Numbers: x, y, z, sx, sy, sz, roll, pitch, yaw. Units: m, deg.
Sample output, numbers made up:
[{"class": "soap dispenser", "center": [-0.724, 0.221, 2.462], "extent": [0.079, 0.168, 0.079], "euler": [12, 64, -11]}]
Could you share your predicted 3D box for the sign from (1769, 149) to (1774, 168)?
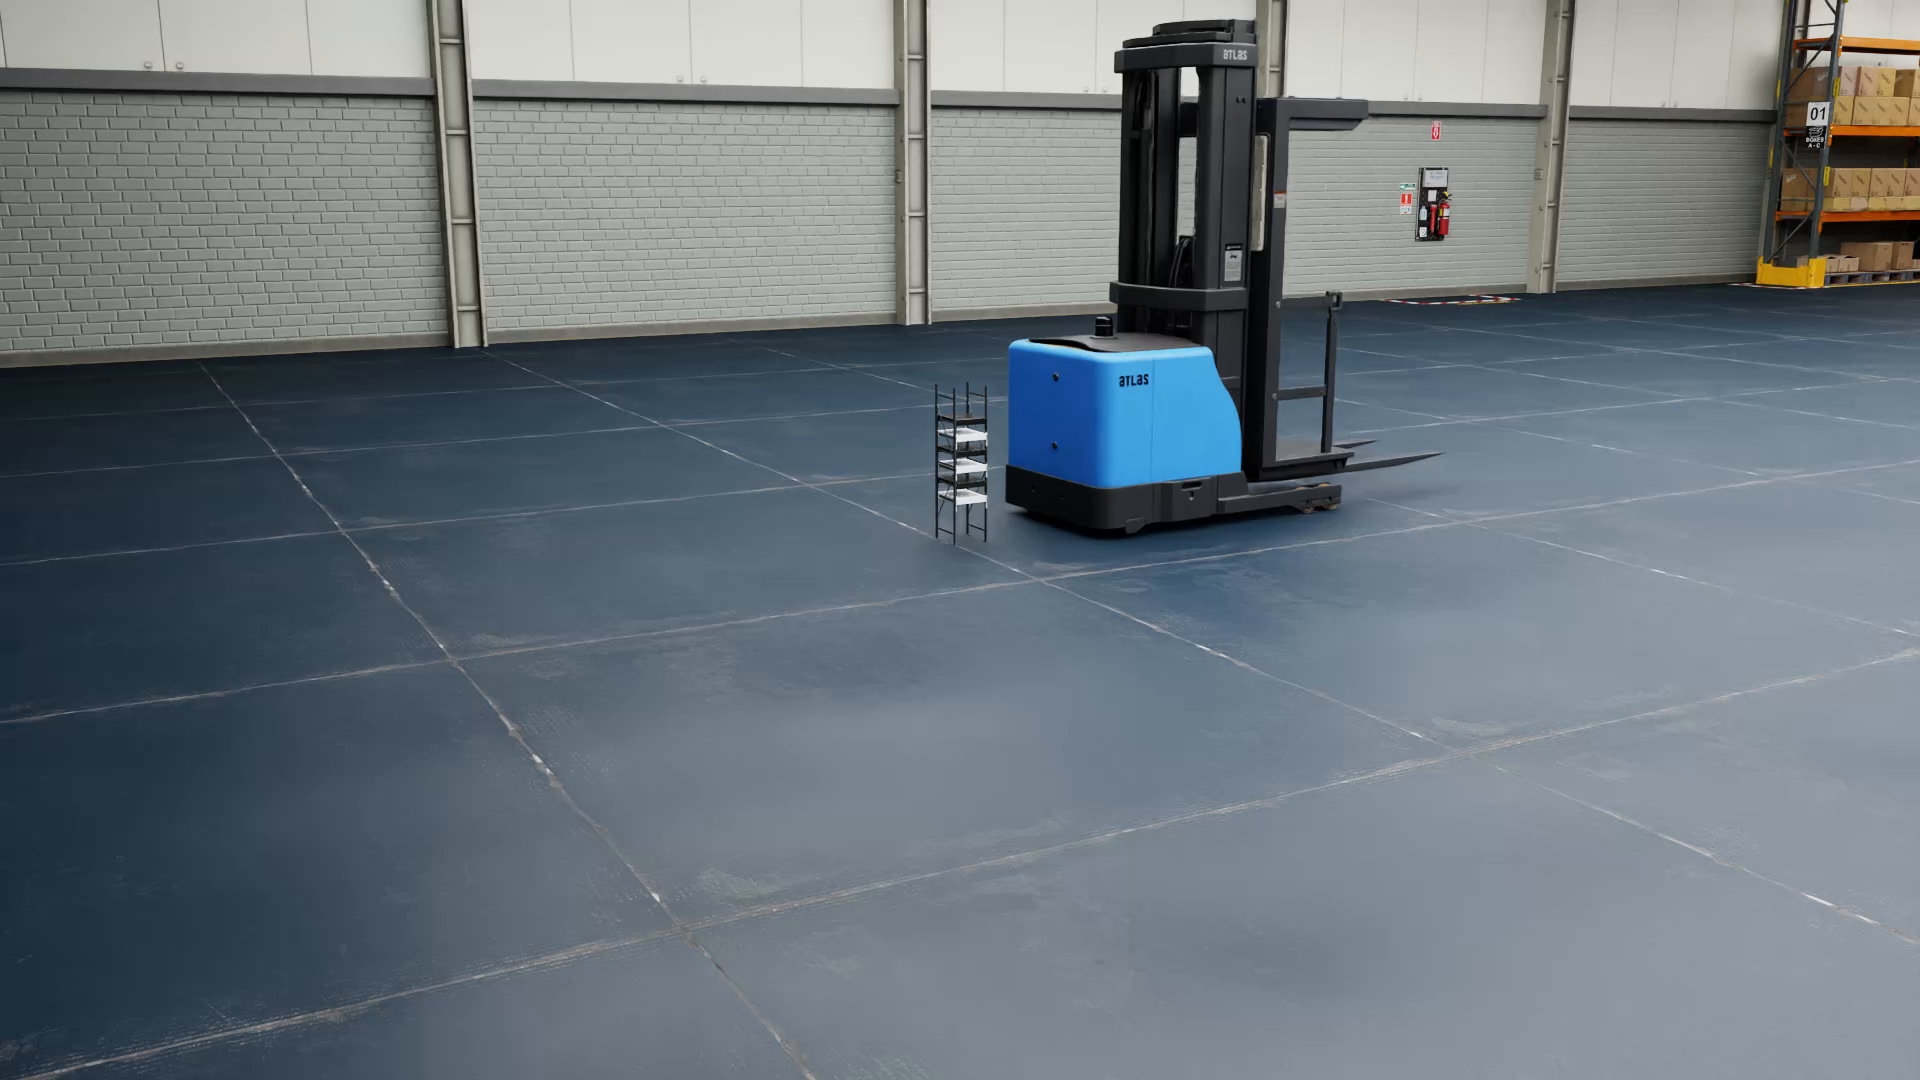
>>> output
[{"class": "sign", "center": [14.718, -6.907, 30.109], "extent": [0.005, 0.325, 0.100], "euler": [-7, 14, -28]}]

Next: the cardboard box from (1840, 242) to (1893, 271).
[{"class": "cardboard box", "center": [16.785, -5.257, 30.826], "extent": [0.500, 0.500, 0.700], "euler": [-8, 15, -31]}]

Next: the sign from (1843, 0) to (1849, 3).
[{"class": "sign", "center": [15.226, -9.395, 28.552], "extent": [0.005, 0.325, 0.100], "euler": [-7, 14, -28]}]

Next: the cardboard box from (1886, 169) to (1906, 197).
[{"class": "cardboard box", "center": [16.872, -6.533, 30.395], "extent": [0.500, 0.500, 0.500], "euler": [-6, 14, -26]}]

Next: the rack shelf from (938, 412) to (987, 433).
[{"class": "rack shelf", "center": [0.007, -0.671, 9.462], "extent": [0.200, 0.077, 0.258], "euler": [-7, 14, -28]}]

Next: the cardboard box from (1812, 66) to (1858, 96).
[{"class": "cardboard box", "center": [15.421, -8.082, 29.307], "extent": [0.500, 0.500, 0.500], "euler": [-8, 15, -32]}]

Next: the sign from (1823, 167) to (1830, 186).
[{"class": "sign", "center": [15.227, -6.396, 29.227], "extent": [0.005, 0.325, 0.100], "euler": [-7, 14, -28]}]

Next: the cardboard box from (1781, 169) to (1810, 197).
[{"class": "cardboard box", "center": [15.278, -6.471, 30.121], "extent": [0.500, 0.500, 0.500], "euler": [-7, 14, -28]}]

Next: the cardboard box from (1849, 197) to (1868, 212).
[{"class": "cardboard box", "center": [15.996, -6.063, 30.012], "extent": [0.500, 0.250, 0.500], "euler": [-7, 15, -30]}]

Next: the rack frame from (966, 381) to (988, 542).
[{"class": "rack frame", "center": [0.096, -0.451, 9.562], "extent": [0.006, 0.900, 0.240], "euler": [-7, 14, -28]}]

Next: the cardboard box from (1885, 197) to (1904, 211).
[{"class": "cardboard box", "center": [16.891, -6.168, 30.480], "extent": [0.500, 0.250, 0.500], "euler": [-7, 14, -27]}]

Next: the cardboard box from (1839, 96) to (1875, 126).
[{"class": "cardboard box", "center": [15.868, -7.637, 29.607], "extent": [0.500, 0.500, 0.500], "euler": [-6, 14, -24]}]

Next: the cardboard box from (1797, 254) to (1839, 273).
[{"class": "cardboard box", "center": [15.617, -5.037, 30.280], "extent": [0.500, 0.311, 0.500], "euler": [-9, 15, -34]}]

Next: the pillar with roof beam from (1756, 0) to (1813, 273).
[{"class": "pillar with roof beam", "center": [17.229, -8.416, 26.509], "extent": [0.400, 9.000, 9.100], "euler": [-7, 14, -28]}]

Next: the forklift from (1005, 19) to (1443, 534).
[{"class": "forklift", "center": [1.802, -1.686, 10.426], "extent": [3.031, 2.935, 1.130], "euler": [-8, 15, -31]}]

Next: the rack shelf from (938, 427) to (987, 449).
[{"class": "rack shelf", "center": [0.007, -0.583, 9.482], "extent": [0.200, 0.077, 0.258], "euler": [-7, 14, -28]}]

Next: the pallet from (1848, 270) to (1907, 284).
[{"class": "pallet", "center": [16.833, -4.932, 31.044], "extent": [1.213, 0.211, 1.003], "euler": [-7, 14, -28]}]

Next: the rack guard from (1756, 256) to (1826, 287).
[{"class": "rack guard", "center": [15.033, -4.867, 30.097], "extent": [0.348, 0.500, 1.175], "euler": [-7, 14, -28]}]

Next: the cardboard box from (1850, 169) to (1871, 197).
[{"class": "cardboard box", "center": [15.968, -6.423, 29.907], "extent": [0.500, 0.500, 0.500], "euler": [-7, 14, -28]}]

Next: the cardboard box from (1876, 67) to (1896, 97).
[{"class": "cardboard box", "center": [16.330, -8.181, 29.747], "extent": [0.500, 0.500, 0.500], "euler": [-6, 14, -26]}]

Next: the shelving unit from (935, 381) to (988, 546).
[{"class": "shelving unit", "center": [0.007, -0.440, 9.514], "extent": [0.210, 0.900, 0.258], "euler": [-7, 14, -28]}]

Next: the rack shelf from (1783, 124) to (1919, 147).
[{"class": "rack shelf", "center": [16.722, -7.401, 30.471], "extent": [4.000, 0.370, 1.077], "euler": [-7, 14, -28]}]

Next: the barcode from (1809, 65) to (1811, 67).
[{"class": "barcode", "center": [15.350, -8.542, 30.031], "extent": [0.075, 0.075, 0.001], "euler": [-7, 14, -28]}]

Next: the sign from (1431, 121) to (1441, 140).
[{"class": "sign", "center": [7.658, -6.584, 26.754], "extent": [0.199, 0.298, 0.001], "euler": [-7, 14, -28]}]

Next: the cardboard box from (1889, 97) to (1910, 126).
[{"class": "cardboard box", "center": [16.782, -7.753, 30.122], "extent": [0.500, 0.500, 0.500], "euler": [-6, 14, -24]}]

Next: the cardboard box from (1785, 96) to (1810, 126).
[{"class": "cardboard box", "center": [15.212, -7.693, 29.856], "extent": [0.500, 0.500, 0.500], "euler": [-6, 14, -24]}]

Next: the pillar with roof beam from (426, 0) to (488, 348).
[{"class": "pillar with roof beam", "center": [-3.836, -5.891, 15.291], "extent": [0.400, 9.000, 9.100], "euler": [-7, 14, -28]}]

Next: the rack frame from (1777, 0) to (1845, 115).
[{"class": "rack frame", "center": [14.967, -9.005, 29.128], "extent": [0.127, 3.000, 1.000], "euler": [-7, 14, -28]}]

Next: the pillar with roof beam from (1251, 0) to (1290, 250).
[{"class": "pillar with roof beam", "center": [6.696, -7.154, 20.900], "extent": [0.400, 9.000, 9.100], "euler": [-7, 14, -28]}]

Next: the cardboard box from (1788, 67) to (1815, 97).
[{"class": "cardboard box", "center": [15.220, -8.184, 29.760], "extent": [0.500, 0.500, 0.500], "euler": [-6, 14, -25]}]

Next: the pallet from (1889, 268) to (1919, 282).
[{"class": "pallet", "center": [17.905, -5.061, 31.618], "extent": [1.213, 0.211, 1.003], "euler": [-7, 14, -28]}]

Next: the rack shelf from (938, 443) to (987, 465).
[{"class": "rack shelf", "center": [0.007, -0.495, 9.502], "extent": [0.200, 0.077, 0.258], "euler": [-7, 14, -28]}]

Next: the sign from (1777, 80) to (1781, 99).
[{"class": "sign", "center": [14.718, -8.083, 29.845], "extent": [0.005, 0.325, 0.100], "euler": [-7, 14, -28]}]

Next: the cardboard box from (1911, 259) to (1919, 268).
[{"class": "cardboard box", "center": [18.022, -5.270, 31.643], "extent": [0.250, 0.166, 0.380], "euler": [-9, 16, -35]}]
